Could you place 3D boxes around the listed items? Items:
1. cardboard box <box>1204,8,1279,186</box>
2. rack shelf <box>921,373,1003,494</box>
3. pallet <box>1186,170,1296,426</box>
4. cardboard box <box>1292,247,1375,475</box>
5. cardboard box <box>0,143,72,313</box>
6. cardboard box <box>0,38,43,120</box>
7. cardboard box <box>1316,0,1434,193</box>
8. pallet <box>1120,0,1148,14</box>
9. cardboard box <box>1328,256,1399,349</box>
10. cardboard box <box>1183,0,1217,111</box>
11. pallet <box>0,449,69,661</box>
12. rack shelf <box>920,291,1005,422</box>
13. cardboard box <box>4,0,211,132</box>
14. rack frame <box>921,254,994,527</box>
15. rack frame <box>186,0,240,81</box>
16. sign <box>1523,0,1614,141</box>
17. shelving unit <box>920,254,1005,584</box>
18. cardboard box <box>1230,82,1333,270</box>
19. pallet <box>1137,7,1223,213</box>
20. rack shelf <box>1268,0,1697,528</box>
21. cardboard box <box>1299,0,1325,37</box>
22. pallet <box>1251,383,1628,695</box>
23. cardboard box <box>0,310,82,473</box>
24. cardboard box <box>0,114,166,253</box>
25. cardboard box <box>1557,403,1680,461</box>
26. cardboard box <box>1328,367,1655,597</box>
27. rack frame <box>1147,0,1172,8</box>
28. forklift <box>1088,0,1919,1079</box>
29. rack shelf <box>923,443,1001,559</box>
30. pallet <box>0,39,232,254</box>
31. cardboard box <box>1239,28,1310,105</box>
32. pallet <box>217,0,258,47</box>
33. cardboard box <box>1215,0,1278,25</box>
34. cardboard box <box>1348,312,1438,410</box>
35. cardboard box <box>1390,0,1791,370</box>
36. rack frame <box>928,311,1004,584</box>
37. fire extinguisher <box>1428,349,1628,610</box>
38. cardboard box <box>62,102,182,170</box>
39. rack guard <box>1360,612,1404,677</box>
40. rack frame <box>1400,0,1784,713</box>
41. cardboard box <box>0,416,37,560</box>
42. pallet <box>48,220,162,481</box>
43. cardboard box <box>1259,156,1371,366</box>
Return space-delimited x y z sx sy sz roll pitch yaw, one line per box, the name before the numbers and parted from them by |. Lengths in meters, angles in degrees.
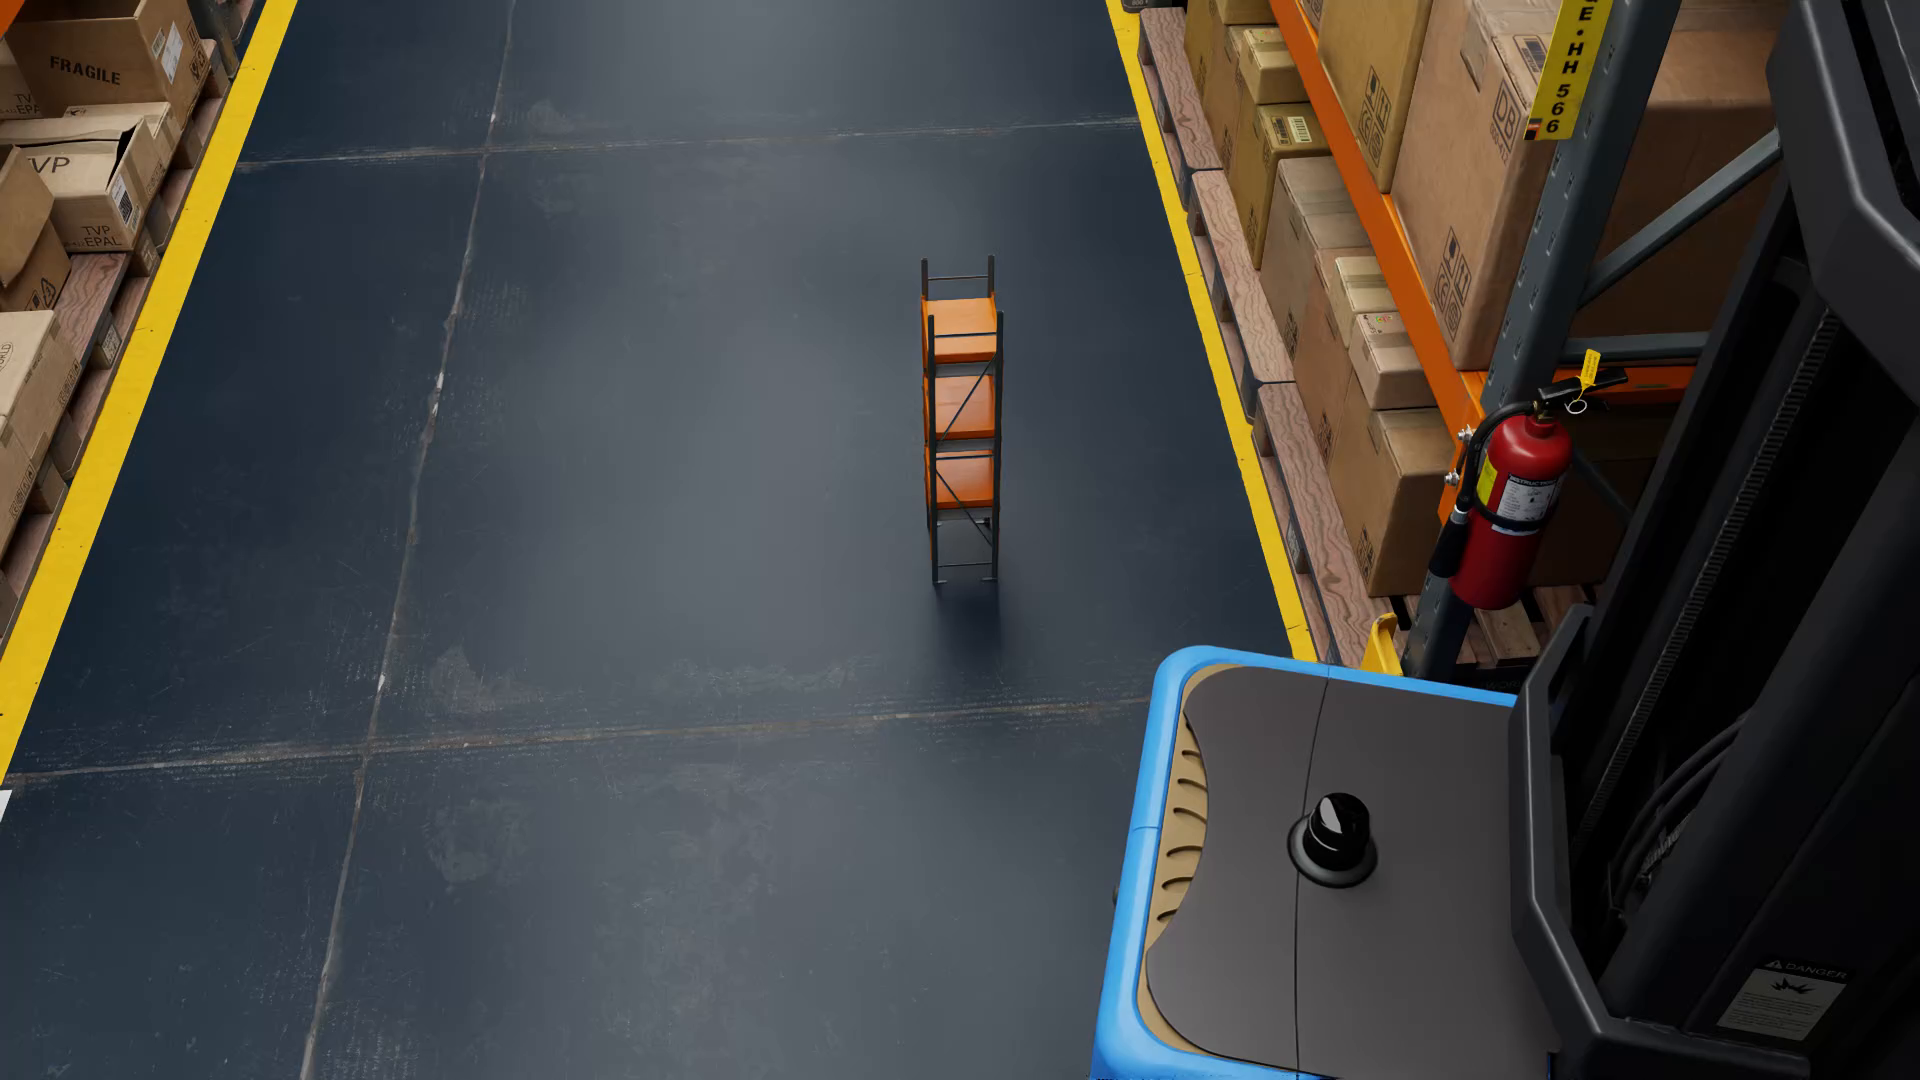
cardboard box | 1.329 -1.688 6.215 0.700 0.500 0.500 -4 47 -4
rack shelf | 0.004 -0.315 4.840 0.215 0.259 0.240 -3 47 -3
pallet | 1.421 -0.915 5.971 1.003 0.211 1.213 -3 47 -3
cardboard box | 1.464 -0.567 5.153 0.700 0.500 0.500 -4 47 -3
cardboard box | -3.444 -0.944 5.494 0.797 0.503 0.637 -3 47 -3
cardboard box | -3.787 -1.920 6.551 0.500 0.311 0.500 -3 47 -3
cardboard box | 1.540 -1.417 4.319 0.980 0.700 0.700 -4 47 -4
pallet | 1.190 -2.909 7.859 1.003 0.211 1.213 -3 47 -3
cardboard box | 1.292 -0.695 4.828 0.380 0.149 0.250 -2 47 -2
cardboard box | 1.290 -2.051 6.559 0.700 0.500 0.500 -3 47 -3
pallet | -3.345 0.211 4.905 1.003 0.211 1.213 -3 47 -3
rack shelf | 0.004 -0.510 4.634 0.215 0.259 0.240 -3 47 -3
cardboard box | -3.276 -1.907 6.409 0.500 0.500 0.500 -3 47 -3
rack frame | -0.006 -0.411 4.916 0.200 1.050 0.008 -3 47 -3
rack frame | -3.606 -3.010 6.035 1.000 3.000 0.127 -3 47 -3
sign | 1.123 -0.876 3.054 0.100 0.325 0.005 -3 47 -3
shelving unit | 0.004 -0.322 4.832 0.215 1.050 0.252 -3 47 -3
cardboard box | 1.370 -1.316 5.863 0.700 0.500 0.500 -3 47 -2
pallet | 1.315 -1.800 6.809 1.003 0.211 1.213 -3 47 -3
rack shelf | 1.497 -1.619 5.213 1.077 0.370 4.000 -3 47 -3
cardboard box | 1.485 -1.969 4.842 0.980 0.700 0.700 -6 47 -5
pallet | 1.520 -0.035 5.137 1.003 0.211 1.213 -3 47 -3
cardboard box | -3.118 -0.456 5.207 0.500 0.250 0.500 -3 47 -3
cardboard box | -3.213 -1.299 5.963 0.500 0.311 0.500 -3 47 -3
cardboard box | 1.716 -0.350 4.501 0.380 0.149 0.250 -3 47 -3
cardboard box | 1.506 -0.205 4.811 0.700 0.500 0.500 -3 47 -3
rack frame | 1.330 -3.314 6.322 1.000 3.000 0.127 -3 47 -3
forklift | 1.801 0.511 2.747 3.031 2.935 1.130 9 47 8
rack shelf | 0.004 -0.124 5.042 0.215 0.259 0.240 -3 47 -3
pallet | -3.550 -1.554 6.577 1.003 0.211 1.213 -3 47 -3
cardboard box | 1.181 -1.638 5.721 0.380 0.149 0.250 -5 47 -4
pallet | -3.712 -2.637 7.602 1.003 0.211 1.213 -3 47 -3
cardboard box | 1.137 -2.016 6.079 0.380 0.149 0.250 -2 47 -2
cardboard box | 1.314 -0.510 4.653 0.380 0.149 0.250 -4 47 -4
cardboard box | 1.612 -0.891 3.822 0.980 0.700 0.700 -2 47 -1
rack frame | 0.015 -0.234 4.749 0.200 1.050 0.008 -3 47 -3
fire extinguisher | 1.217 -0.128 3.615 0.296 0.674 0.183 -3 47 -3
cardboard box | -3.185 -1.518 6.283 0.380 0.149 0.250 -3 47 -3
rack guard | 1.667 0.457 4.473 1.175 0.500 0.348 -3 47 -3
rack frame | 1.665 -0.420 3.582 1.000 3.000 0.127 -3 47 -3
cardboard box | -3.076 -0.094 4.864 0.500 0.250 0.500 -3 47 -3
pallet | -3.444 -0.669 5.739 1.003 0.211 1.213 -3 47 -3
cardboard box | 1.422 -0.931 5.498 0.700 0.500 0.500 -5 47 -5
